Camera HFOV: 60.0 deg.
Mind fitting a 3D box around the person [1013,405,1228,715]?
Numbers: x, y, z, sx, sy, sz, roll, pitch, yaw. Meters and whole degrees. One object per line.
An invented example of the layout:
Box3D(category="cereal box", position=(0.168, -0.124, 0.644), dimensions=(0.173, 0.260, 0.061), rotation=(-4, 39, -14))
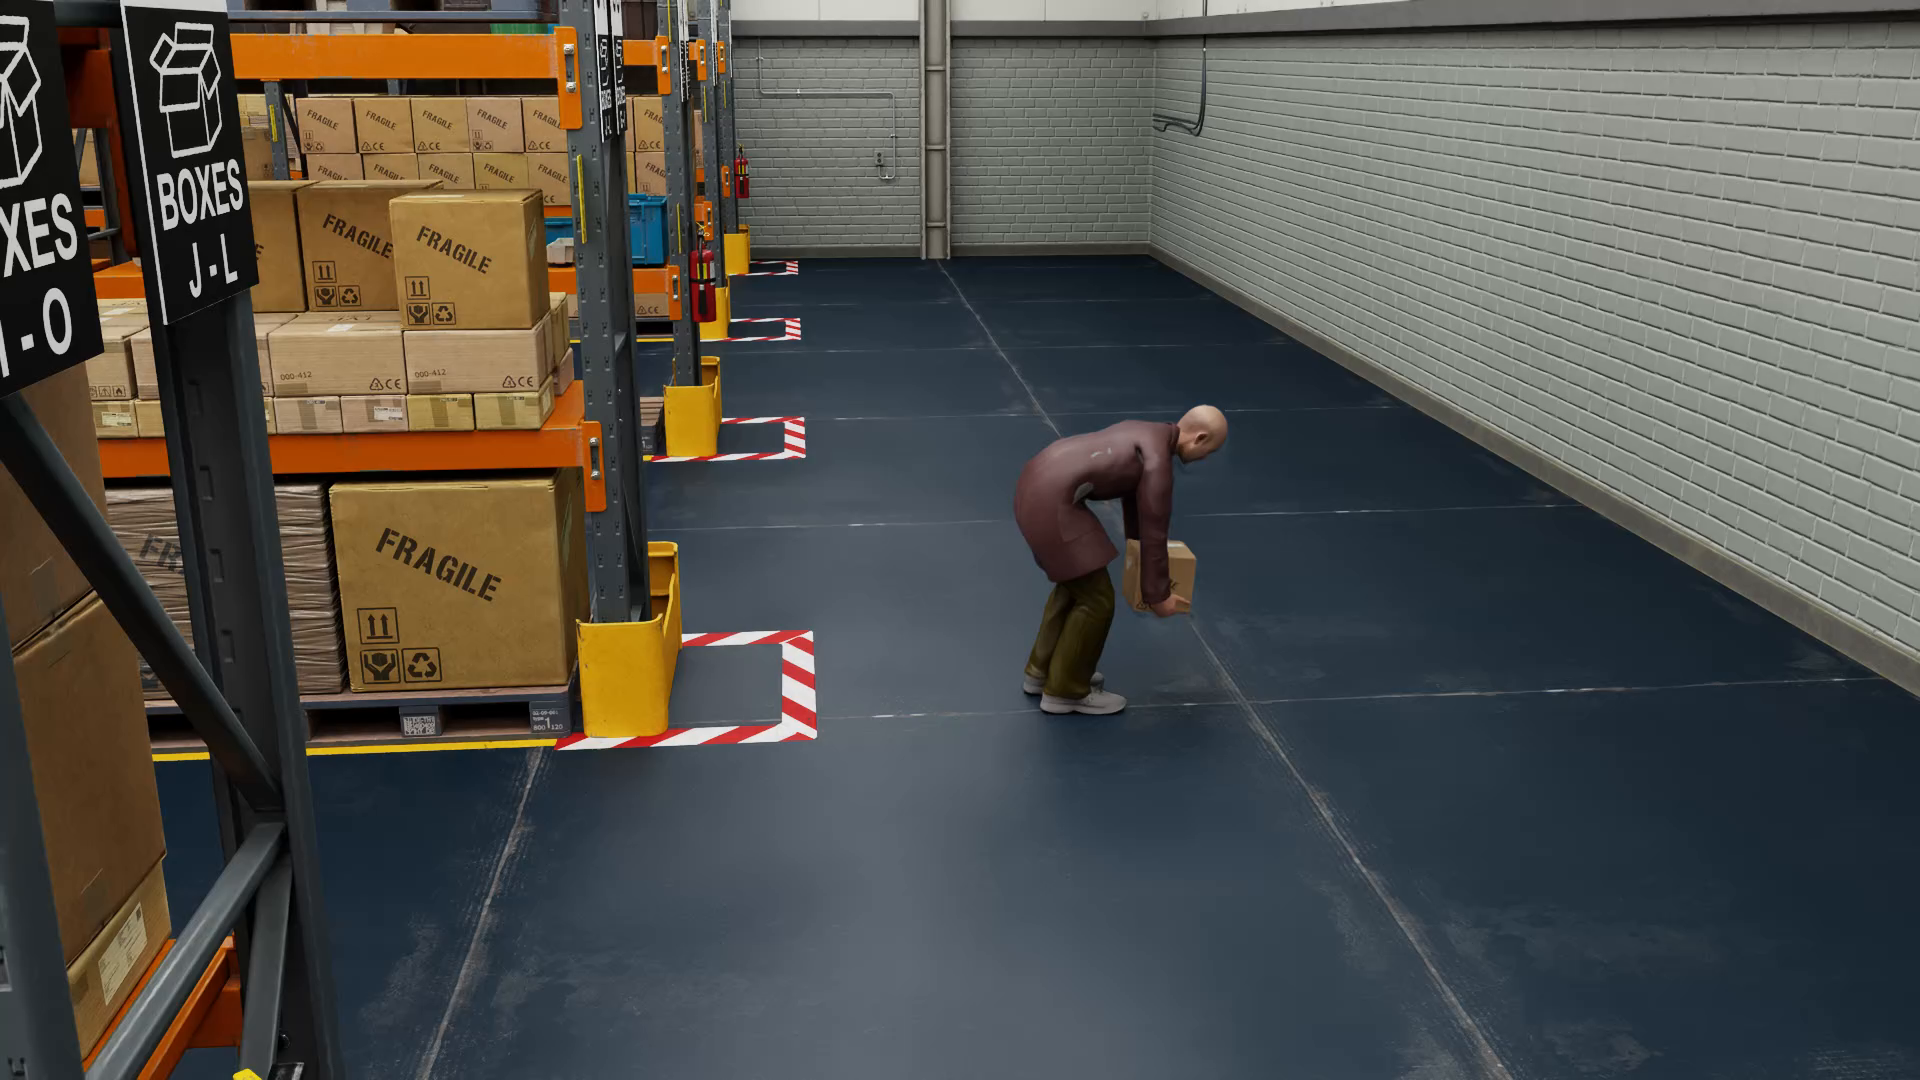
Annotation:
Box3D(category="person", position=(0.683, 0.073, 7.143), dimensions=(0.914, 1.307, 0.553), rotation=(-2, 17, -7))
